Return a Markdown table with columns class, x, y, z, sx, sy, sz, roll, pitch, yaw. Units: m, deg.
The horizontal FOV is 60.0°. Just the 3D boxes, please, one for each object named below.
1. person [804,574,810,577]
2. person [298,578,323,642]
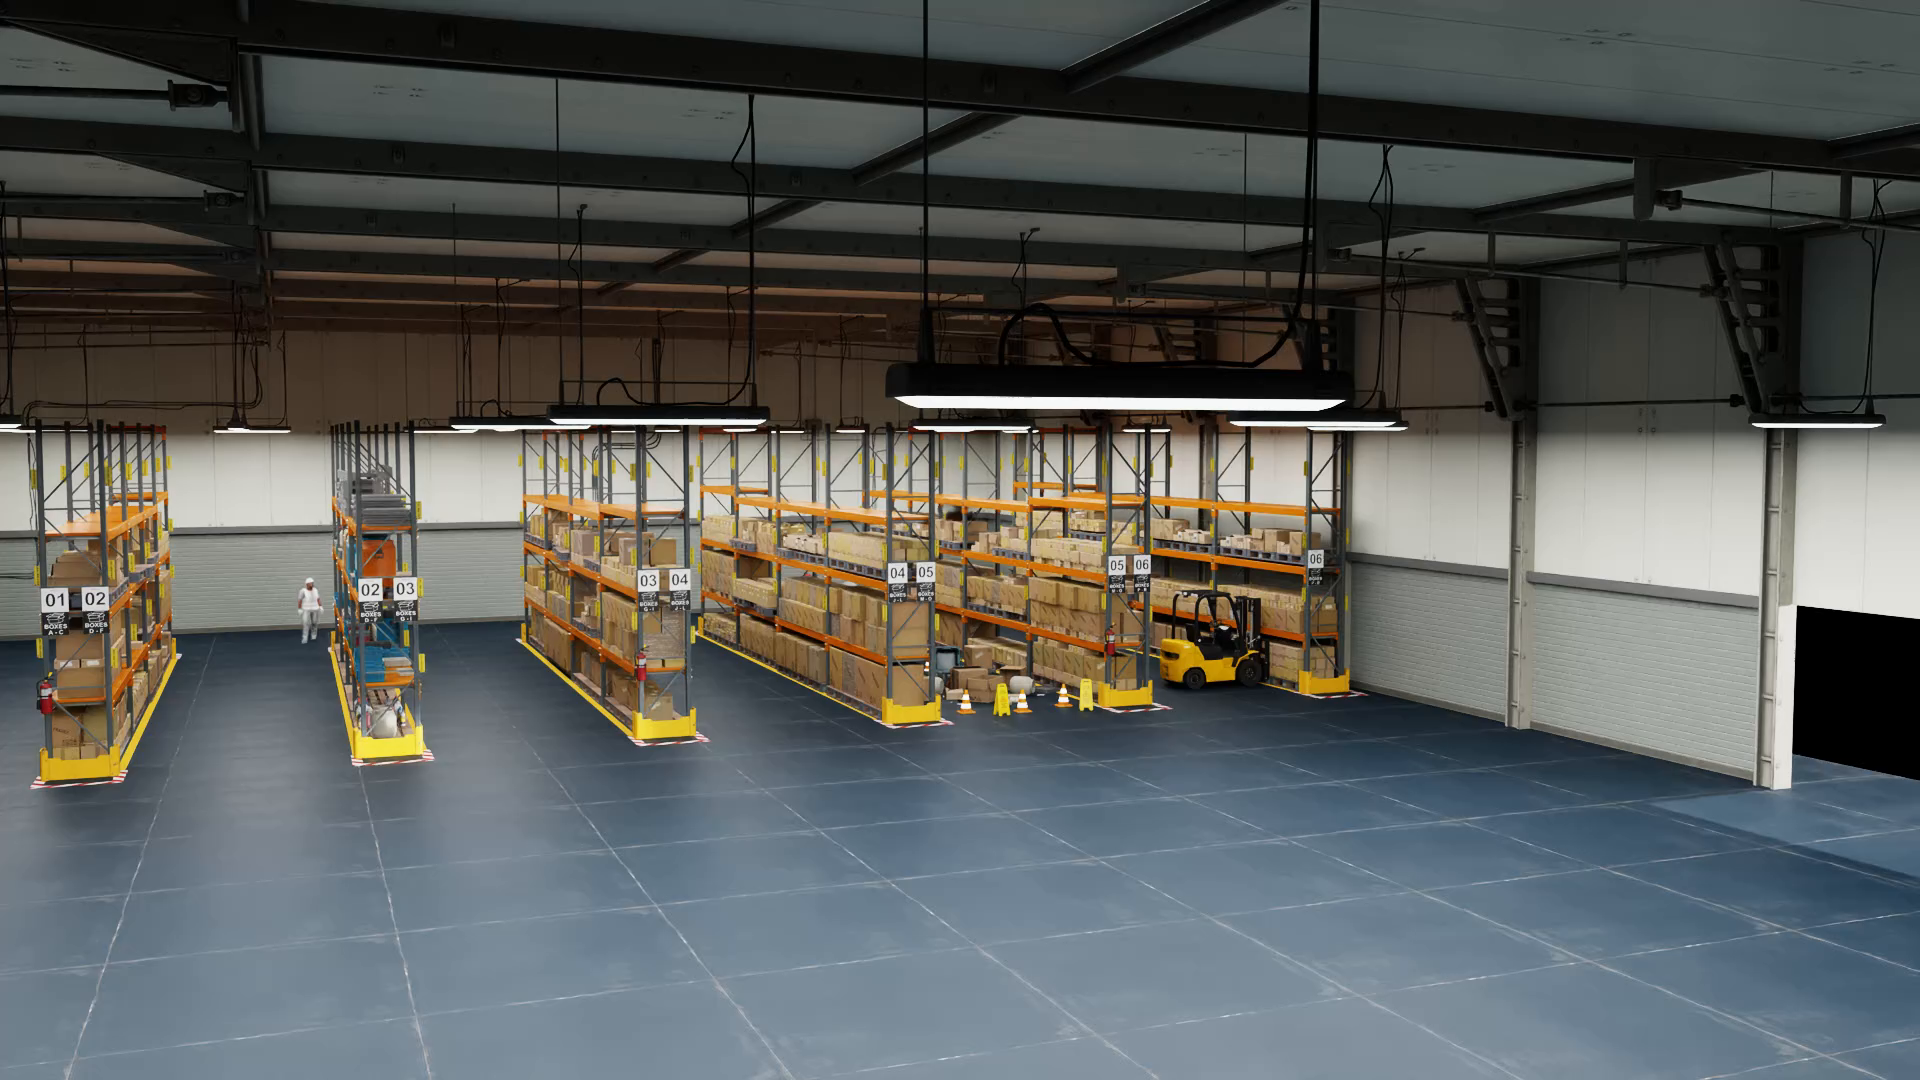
| class | x | y | z | sx | sy | sz | roll | pitch | yaw |
| --- | --- | --- | --- | --- | --- | --- | --- | --- | --- |
| person | -4.417 | 1.871 | 47.538 | 0.454 | 1.818 | 0.610 | -2 | 4 | -34 |
| person | -18.039 | 1.936 | 46.210 | 0.648 | 1.738 | 0.974 | -1 | 4 | -21 |
